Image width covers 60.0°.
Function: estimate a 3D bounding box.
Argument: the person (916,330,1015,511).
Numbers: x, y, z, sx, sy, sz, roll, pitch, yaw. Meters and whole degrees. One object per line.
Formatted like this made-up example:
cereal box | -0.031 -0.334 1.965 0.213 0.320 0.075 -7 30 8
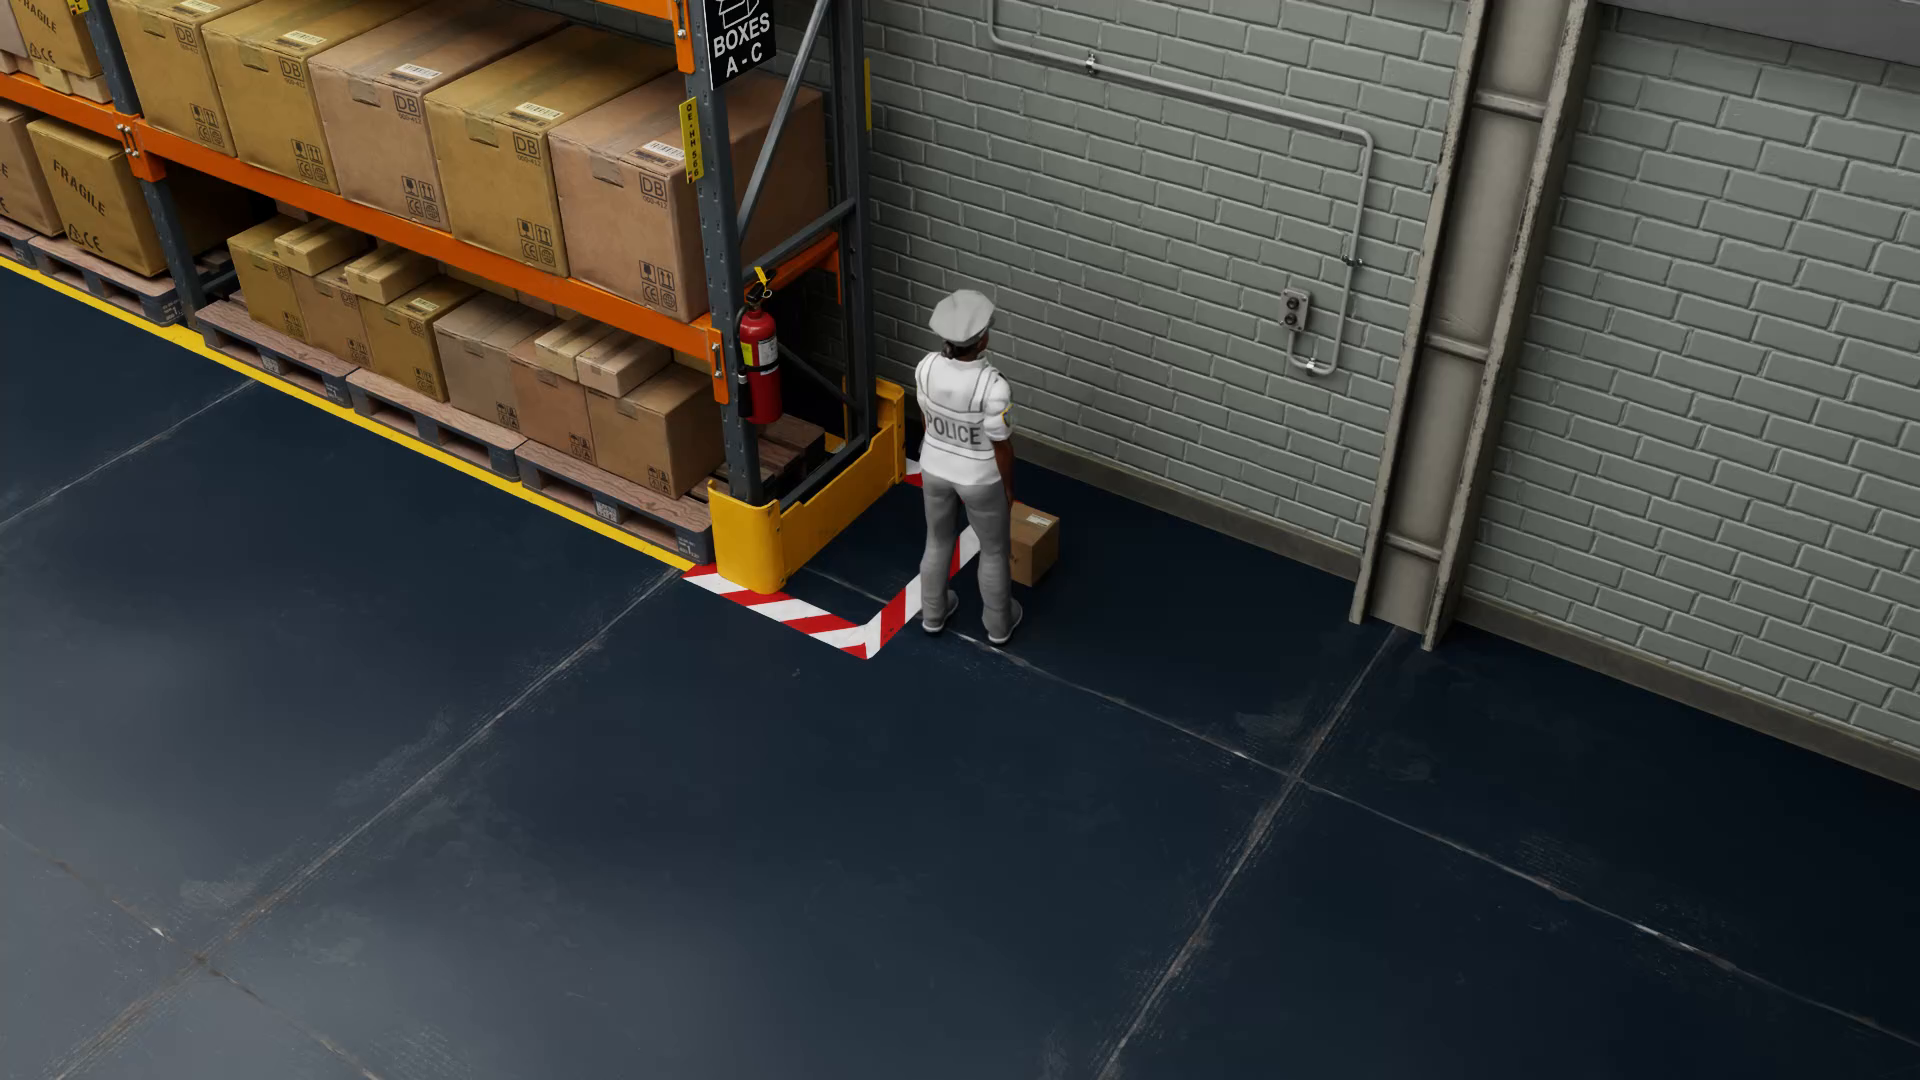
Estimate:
person | 0.036 -0.537 6.797 0.447 0.991 0.333 18 42 21
